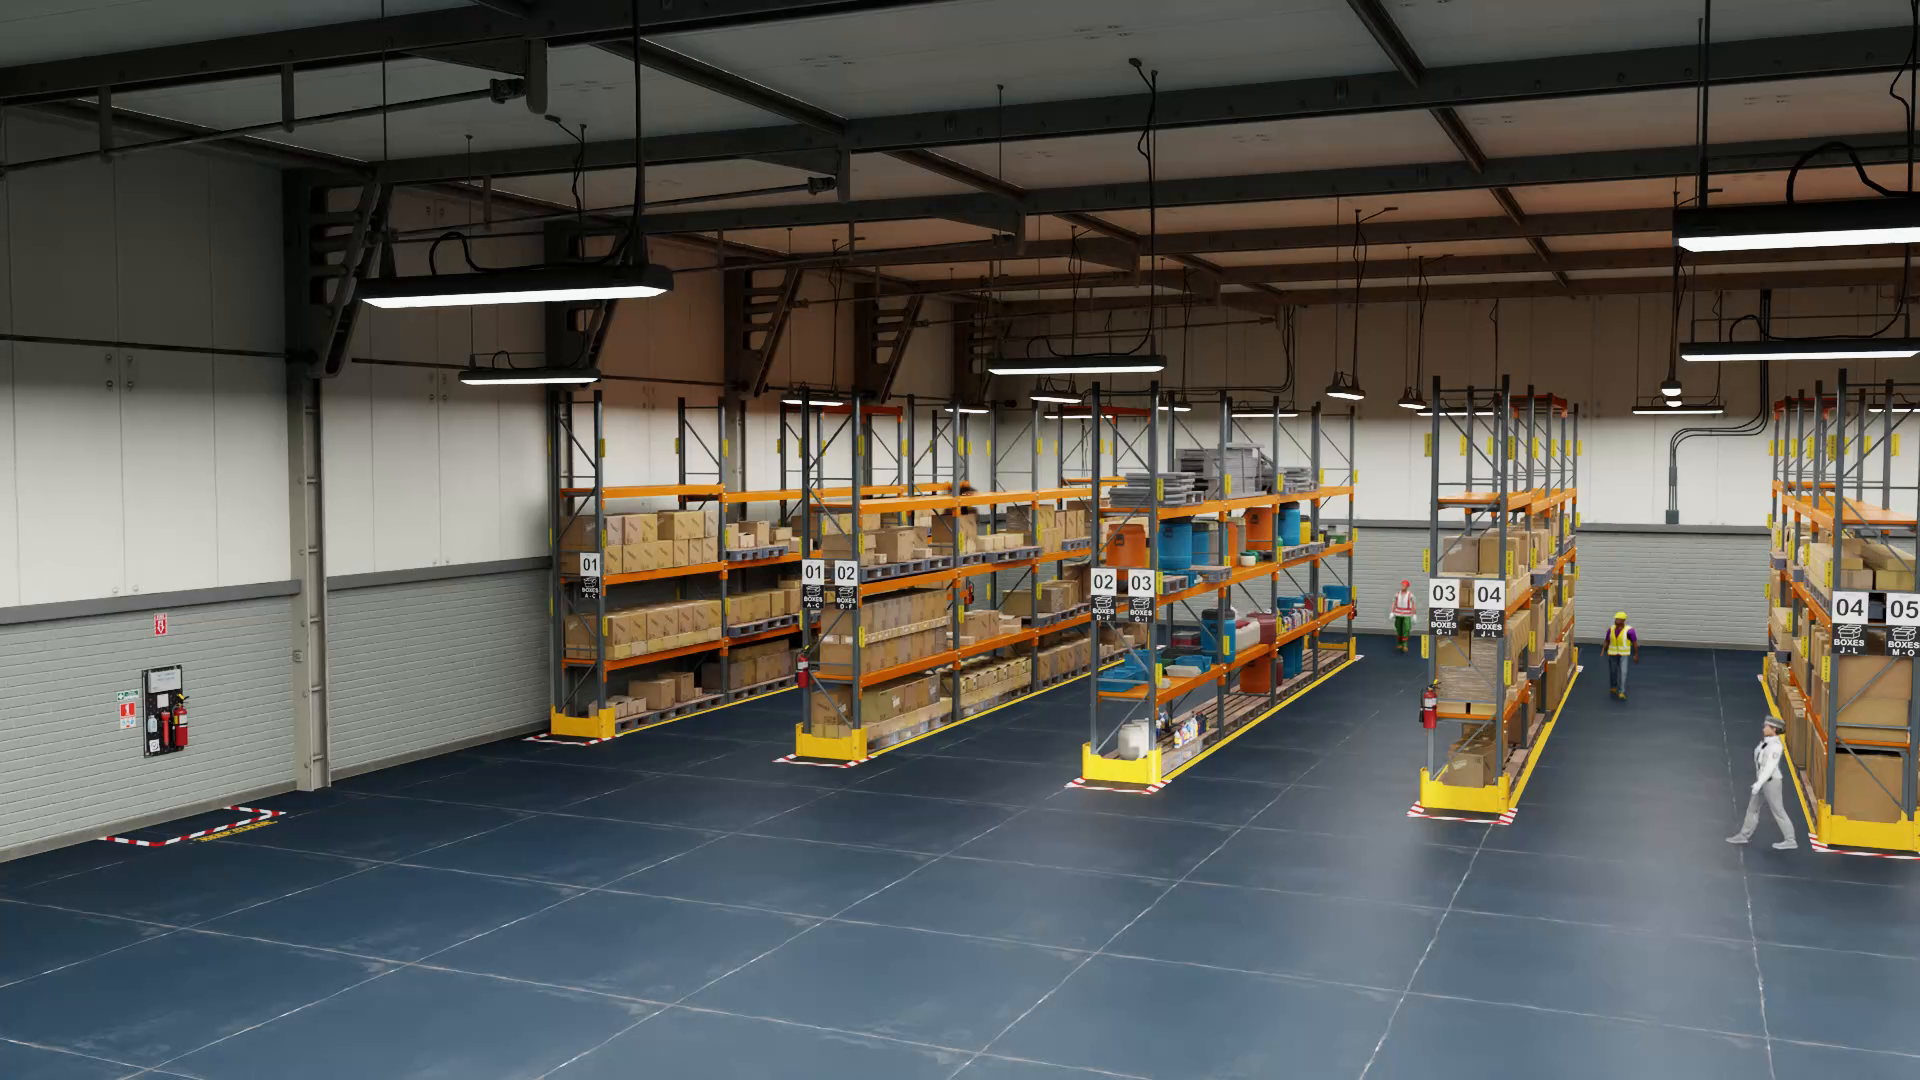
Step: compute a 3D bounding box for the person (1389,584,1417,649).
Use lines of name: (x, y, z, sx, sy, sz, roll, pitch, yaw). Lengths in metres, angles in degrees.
person: (10.876, 1.850, 40.805, 0.652, 1.637, 0.846, 1, 3, 19)

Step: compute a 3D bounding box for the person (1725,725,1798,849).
person: (10.020, 3.037, 20.751, 0.803, 1.637, 0.603, 1, 3, 22)

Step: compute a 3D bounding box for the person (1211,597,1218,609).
person: (5.596, 2.069, 36.553, 0.974, 1.644, 0.672, -3, 4, -41)

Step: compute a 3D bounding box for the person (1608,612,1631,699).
person: (13.215, 2.301, 33.330, 0.448, 1.724, 1.039, 1, 3, 24)
